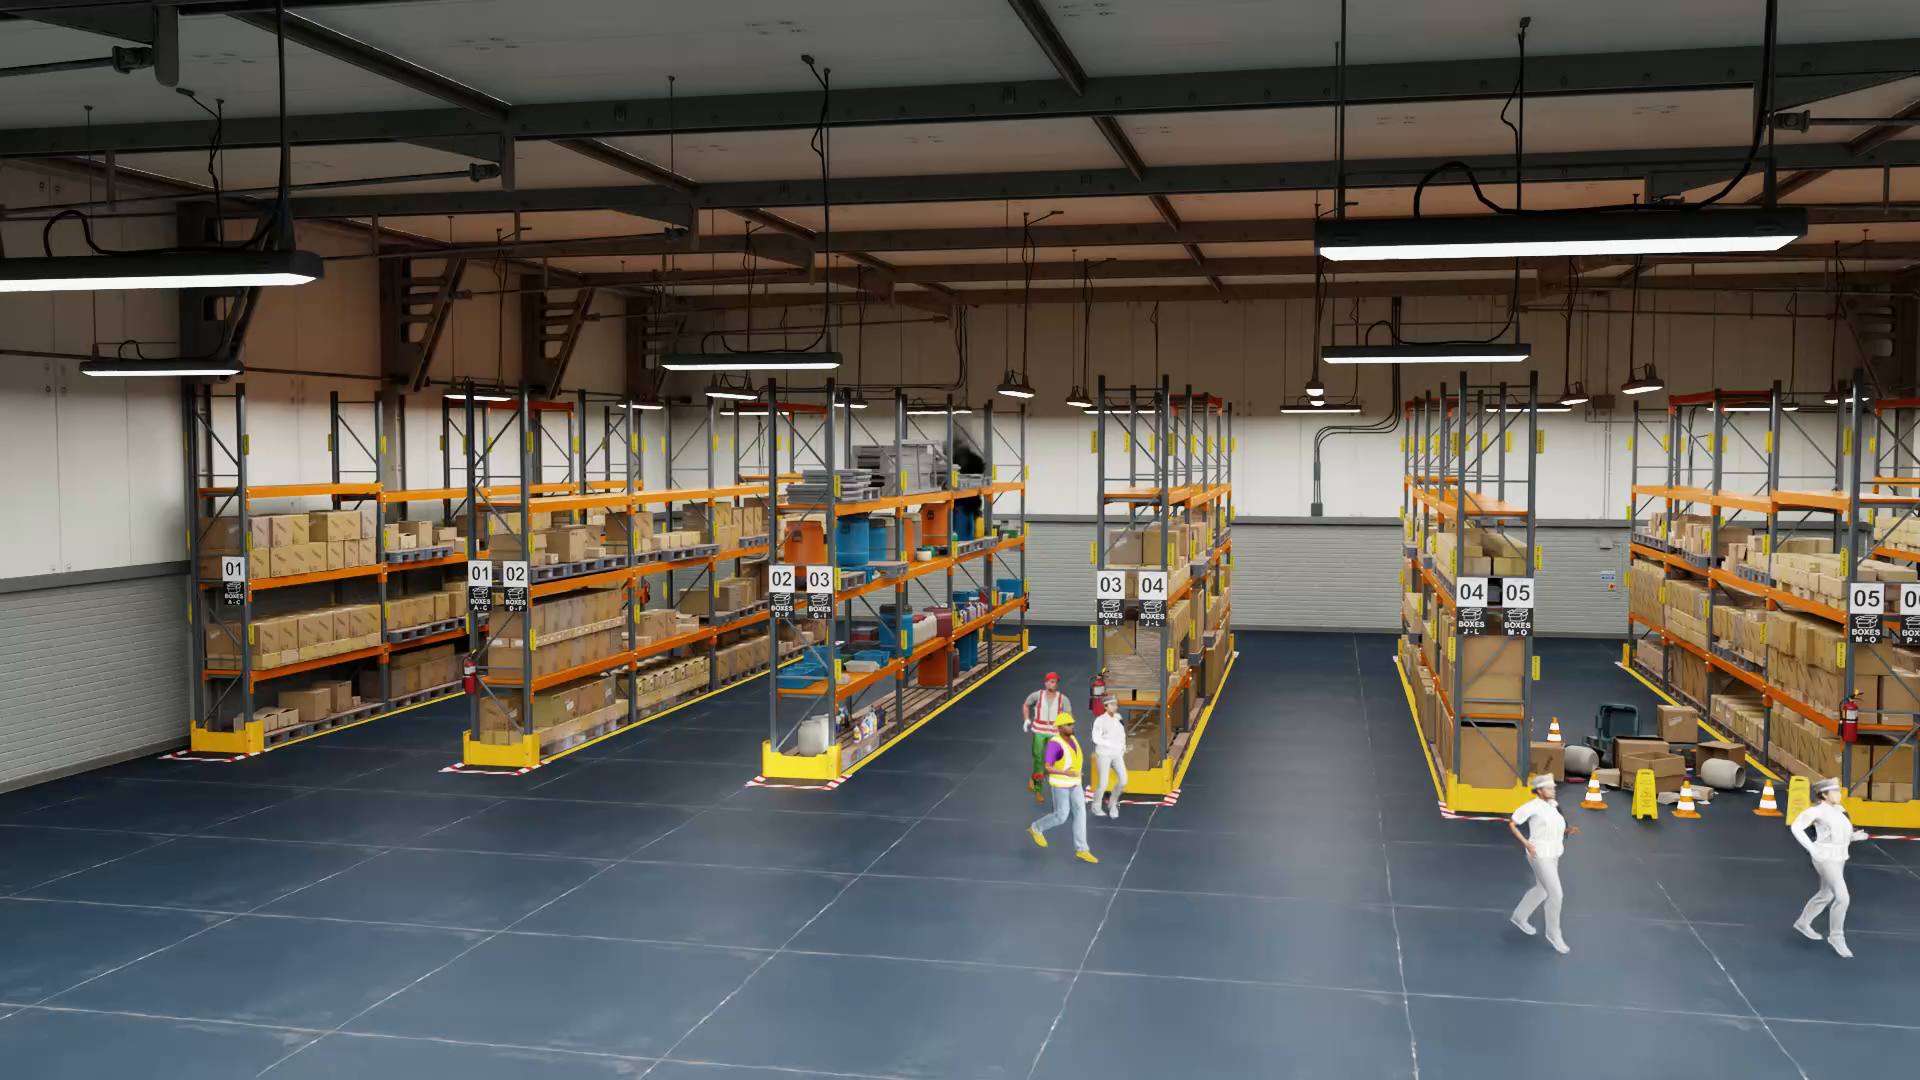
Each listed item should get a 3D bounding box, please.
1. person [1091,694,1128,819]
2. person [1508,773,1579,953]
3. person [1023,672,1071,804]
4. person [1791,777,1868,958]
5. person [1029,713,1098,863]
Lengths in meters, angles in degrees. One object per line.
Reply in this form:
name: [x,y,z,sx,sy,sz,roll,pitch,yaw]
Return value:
person: [2.035,2.903,22.246,0.637,1.701,0.661,-2,4,-30]
person: [5.840,3.198,16.664,0.560,1.754,0.731,-3,4,-42]
person: [1.238,2.764,23.616,0.690,1.786,0.861,-1,3,-10]
person: [8.612,3.213,16.473,0.593,1.753,0.695,-2,4,-34]
person: [1.256,2.968,20.096,0.963,1.772,0.700,3,4,41]
